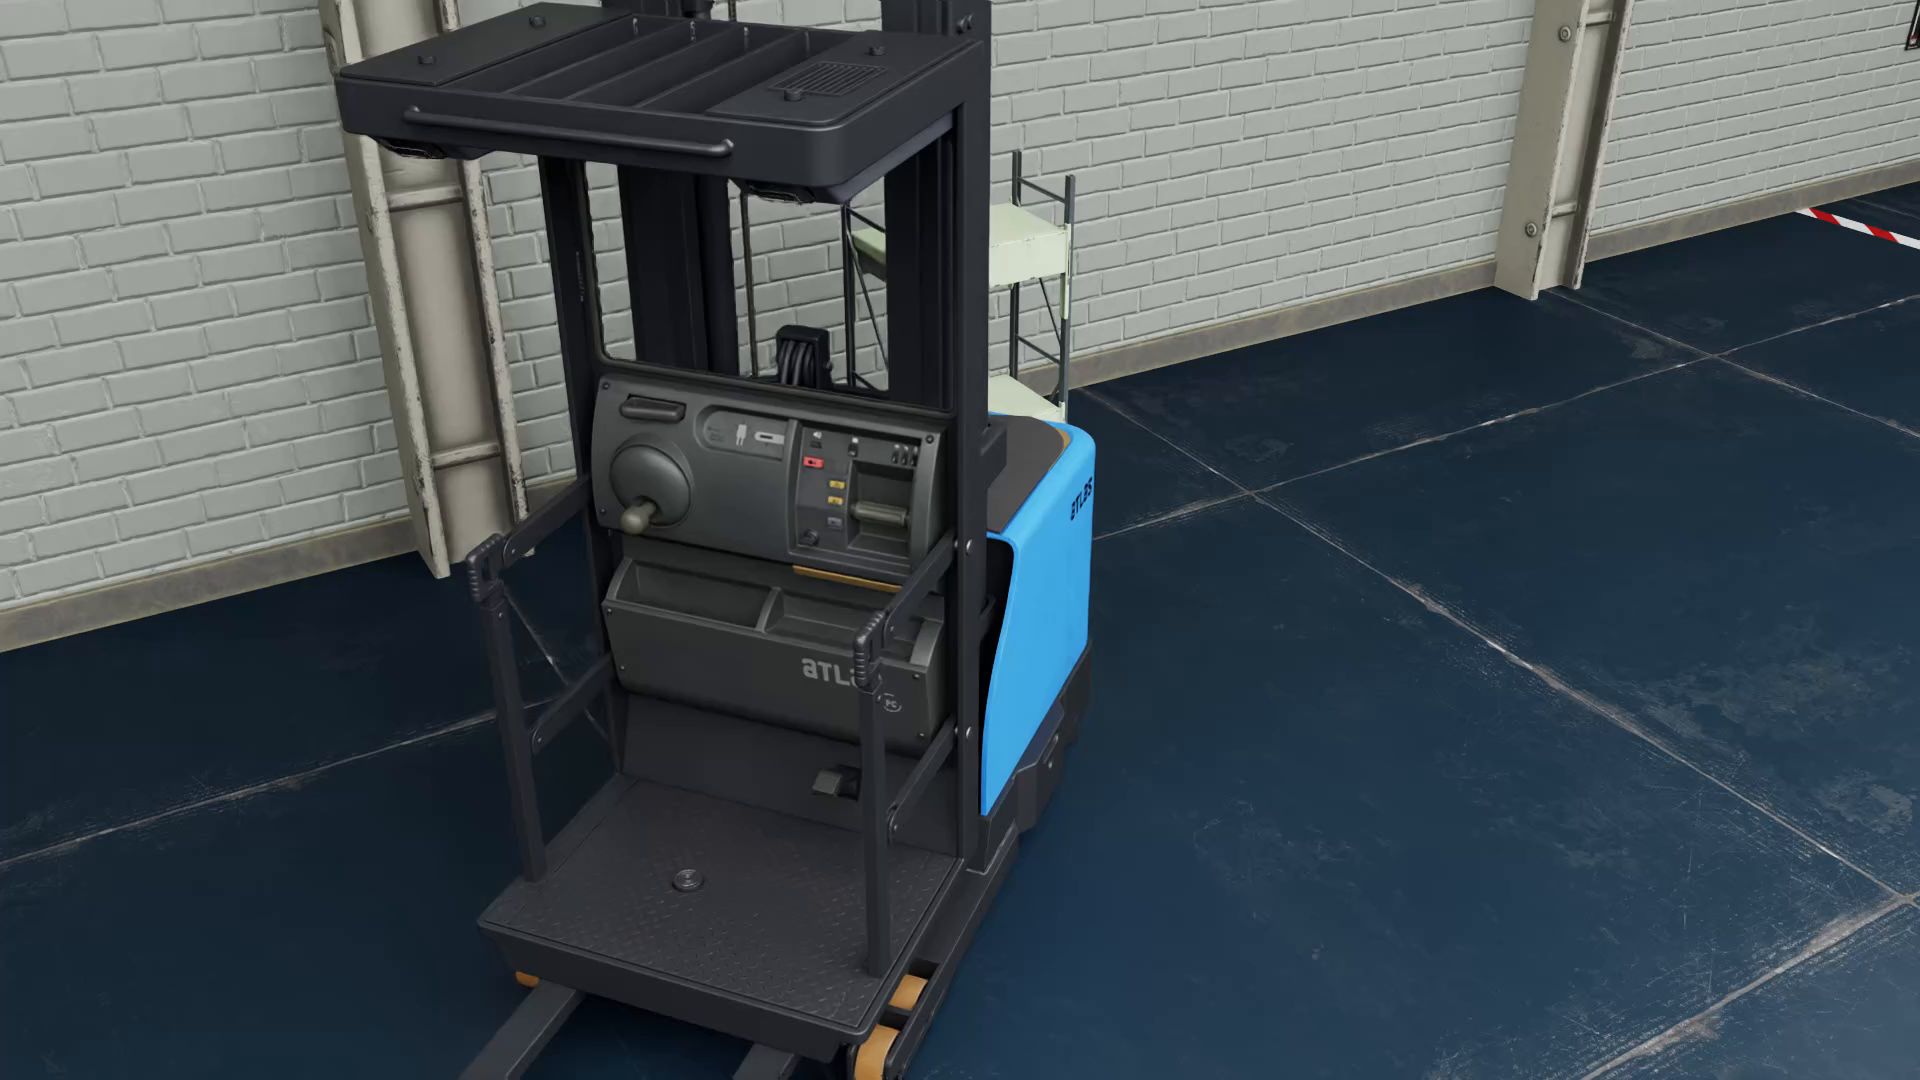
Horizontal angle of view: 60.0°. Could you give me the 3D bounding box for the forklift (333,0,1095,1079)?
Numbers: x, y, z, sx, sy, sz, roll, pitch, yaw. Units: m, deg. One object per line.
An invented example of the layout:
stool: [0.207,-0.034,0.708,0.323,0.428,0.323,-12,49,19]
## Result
forklift: [-0.565,-0.114,3.924,1.130,2.935,3.031,10,31,18]

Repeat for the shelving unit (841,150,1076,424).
shelving unit: [-0.006,-0.655,6.385,0.755,1.500,0.431,-16,33,-26]

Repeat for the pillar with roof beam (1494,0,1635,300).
pillar with roof beam: [5.409,-3.575,3.915,0.400,9.000,9.100,-16,33,-26]

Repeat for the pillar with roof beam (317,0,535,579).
pillar with roof beam: [0.236,-2.106,1.253,0.400,9.000,9.100,-16,33,-26]

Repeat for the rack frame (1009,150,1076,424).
rack frame: [0.310,-0.745,6.547,0.023,1.500,0.400,-16,33,-26]

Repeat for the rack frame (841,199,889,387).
rack frame: [-0.321,-0.565,6.222,0.023,1.500,0.400,-16,33,-26]

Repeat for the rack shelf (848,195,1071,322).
rack shelf: [-0.006,-0.997,6.196,0.720,0.370,0.431,-16,33,-26]

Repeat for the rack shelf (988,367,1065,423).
rack shelf: [-0.006,-0.370,6.542,0.720,0.370,0.431,-16,33,-26]

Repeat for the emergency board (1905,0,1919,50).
emergency board: [6.234,-3.627,10.218,0.626,1.169,0.157,-16,33,-26]
